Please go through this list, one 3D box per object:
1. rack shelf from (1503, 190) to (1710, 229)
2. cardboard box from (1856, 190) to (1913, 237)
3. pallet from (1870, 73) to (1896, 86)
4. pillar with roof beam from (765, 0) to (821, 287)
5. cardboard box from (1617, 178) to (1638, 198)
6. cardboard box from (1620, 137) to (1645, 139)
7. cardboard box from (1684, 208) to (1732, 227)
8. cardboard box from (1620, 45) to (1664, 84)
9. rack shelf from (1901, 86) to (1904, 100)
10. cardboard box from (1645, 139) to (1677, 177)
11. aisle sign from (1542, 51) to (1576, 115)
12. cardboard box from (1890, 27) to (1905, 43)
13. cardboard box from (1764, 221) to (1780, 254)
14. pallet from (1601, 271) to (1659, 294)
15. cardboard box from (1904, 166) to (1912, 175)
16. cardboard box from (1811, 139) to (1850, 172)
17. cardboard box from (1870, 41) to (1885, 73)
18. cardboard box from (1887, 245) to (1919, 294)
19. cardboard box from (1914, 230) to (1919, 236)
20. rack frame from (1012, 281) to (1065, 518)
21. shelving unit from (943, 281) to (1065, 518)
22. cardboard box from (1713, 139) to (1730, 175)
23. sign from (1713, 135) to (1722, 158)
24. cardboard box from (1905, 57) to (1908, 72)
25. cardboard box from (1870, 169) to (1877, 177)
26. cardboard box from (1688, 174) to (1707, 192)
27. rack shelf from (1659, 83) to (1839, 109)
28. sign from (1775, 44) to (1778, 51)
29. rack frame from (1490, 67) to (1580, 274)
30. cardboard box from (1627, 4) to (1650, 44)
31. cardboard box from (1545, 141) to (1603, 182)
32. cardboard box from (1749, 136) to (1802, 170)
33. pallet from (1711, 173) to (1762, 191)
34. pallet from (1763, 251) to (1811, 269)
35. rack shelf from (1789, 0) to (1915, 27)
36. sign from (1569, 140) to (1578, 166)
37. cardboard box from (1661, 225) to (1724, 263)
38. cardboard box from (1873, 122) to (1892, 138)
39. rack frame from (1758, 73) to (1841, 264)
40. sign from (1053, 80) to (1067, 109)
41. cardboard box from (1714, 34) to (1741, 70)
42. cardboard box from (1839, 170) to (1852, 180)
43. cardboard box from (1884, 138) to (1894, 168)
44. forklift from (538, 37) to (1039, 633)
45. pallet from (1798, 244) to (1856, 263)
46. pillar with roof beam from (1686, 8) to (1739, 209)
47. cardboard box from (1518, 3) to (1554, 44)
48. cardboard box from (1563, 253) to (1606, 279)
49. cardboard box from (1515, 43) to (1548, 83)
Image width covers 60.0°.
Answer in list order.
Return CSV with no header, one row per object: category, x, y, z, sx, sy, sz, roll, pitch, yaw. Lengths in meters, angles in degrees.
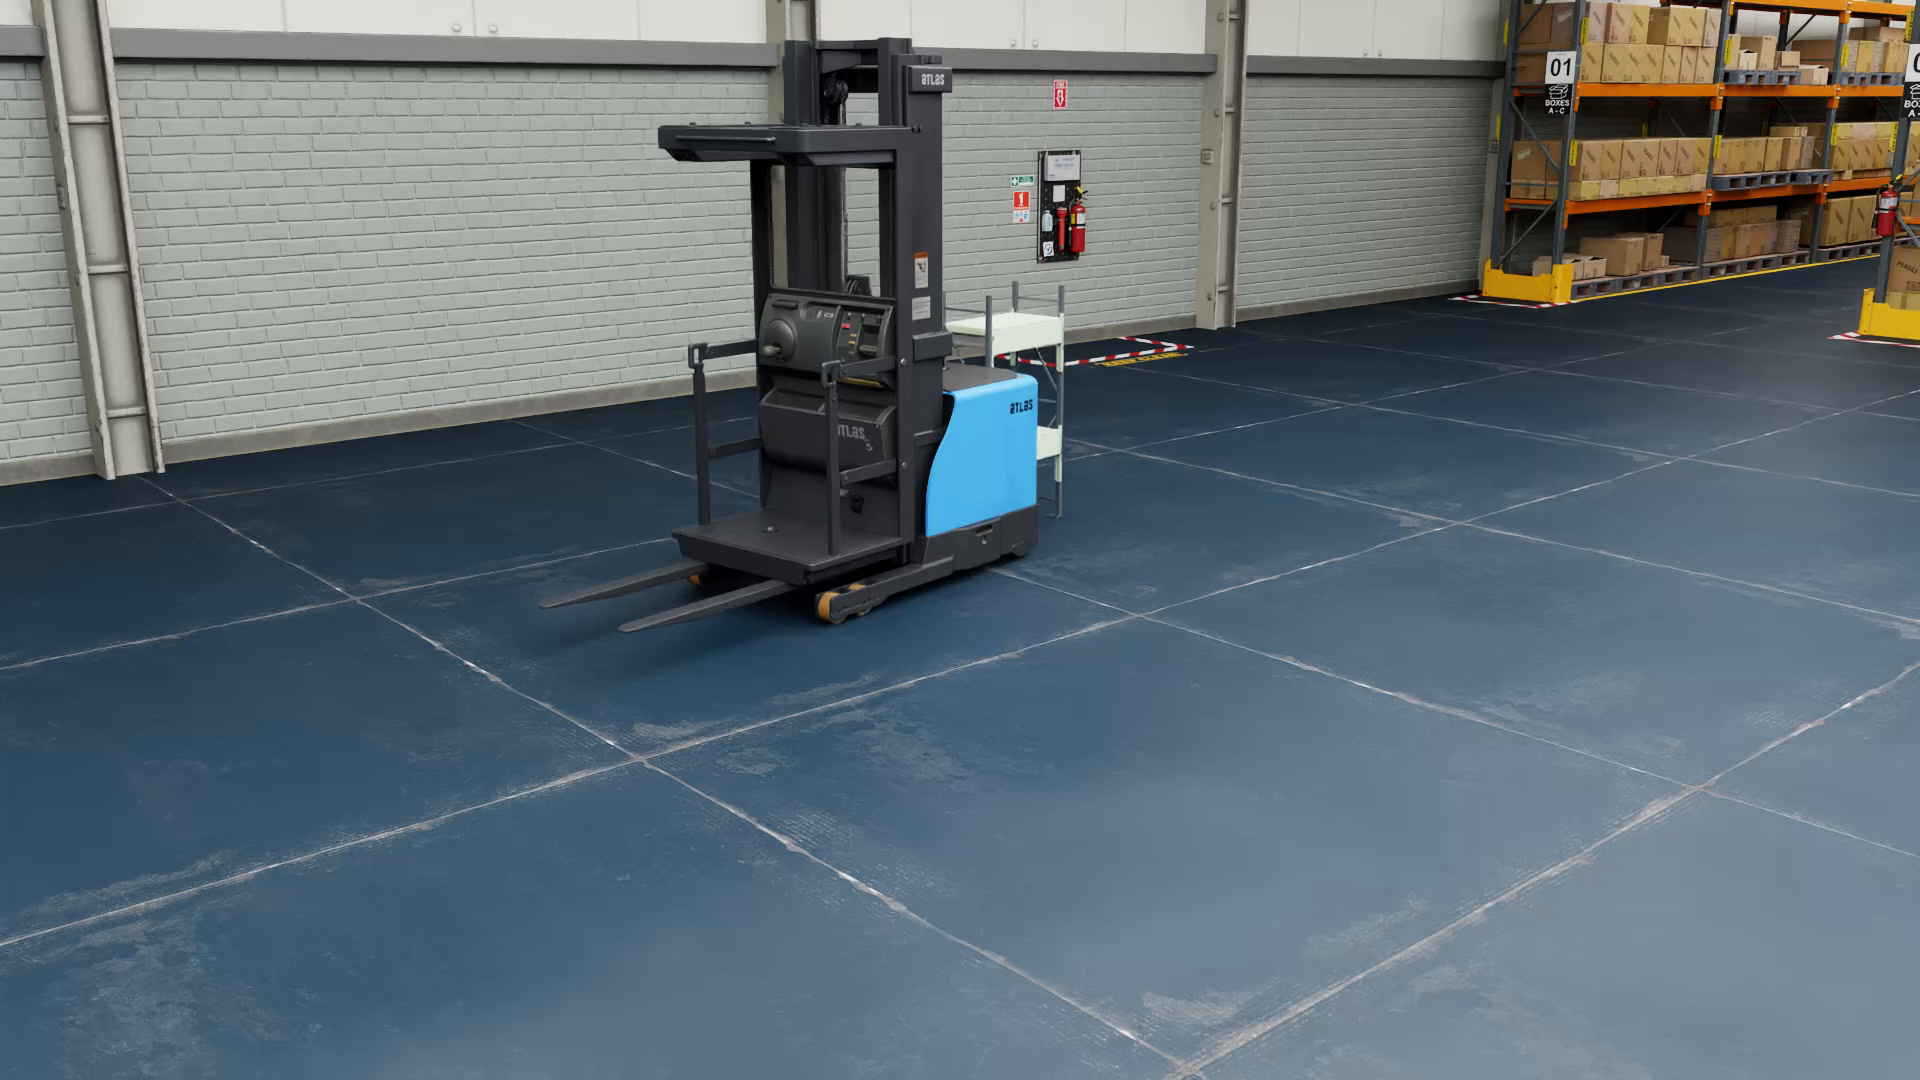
rack shelf,9.094,-4.695,23.409,4.000,0.370,1.077,-13,19,-39
cardboard box,16.233,-5.766,29.375,0.750,0.750,0.750,-12,19,-39
pallet,14.913,-7.727,27.917,1.213,0.211,1.003,-12,19,-37
pillar with roof beam,1.319,-5.018,11.600,0.400,9.000,9.100,-13,19,-39
cardboard box,8.932,-4.838,22.801,0.500,0.250,0.500,-13,20,-40
cardboard box,9.718,-5.555,24.033,0.500,0.500,0.500,-13,20,-40
cardboard box,11.477,-4.952,25.514,0.500,0.250,0.500,-13,20,-41
cardboard box,9.210,-6.487,22.677,0.500,0.500,0.500,-11,19,-36
rack shelf,12.349,-5.181,19.414,4.000,0.370,1.077,-13,19,-39
cardboard box,9.689,-5.372,23.347,0.500,0.500,0.500,-13,20,-41
aisle sign,7.728,-5.889,21.448,0.004,0.787,0.394,-13,19,-39
cardboard box,15.888,-8.686,28.642,0.500,0.250,0.500,-11,18,-35
cardboard box,12.647,-4.867,26.651,0.500,0.500,0.700,-13,20,-39
pallet,9.199,-3.706,23.715,1.213,0.211,1.003,-13,19,-39
cardboard box,16.394,-6.465,29.090,0.250,0.149,0.380,-12,19,-38
cardboard box,14.155,-6.293,27.189,0.500,0.500,0.500,-12,19,-38
cardboard box,15.104,-8.140,28.052,0.500,0.500,0.700,-13,20,-39
cardboard box,11.049,-3.126,19.201,0.500,0.500,0.500,-13,19,-39
cardboard box,17.269,-5.839,30.326,0.500,0.500,0.700,-12,19,-39
rack frame,0.498,-0.905,10.732,0.400,1.500,0.023,12,19,38
shelving unit,0.264,-0.832,10.460,0.431,1.500,0.755,12,19,38
cardboard box,11.009,-5.722,24.813,0.500,0.500,0.700,-13,19,-39
sign,10.965,-5.695,24.082,0.005,0.325,0.100,-13,19,-39
cardboard box,17.000,-8.526,29.828,0.500,0.250,0.500,-12,19,-39
cardboard box,15.374,-6.263,28.334,0.250,0.149,0.380,-12,19,-38
cardboard box,10.444,-5.180,24.080,0.500,0.250,0.500,-13,19,-39
rack shelf,12.112,-6.822,25.559,4.000,0.370,1.077,-13,19,-39
sign,13.262,-7.906,27.067,0.005,0.325,0.100,-13,19,-39
rack frame,7.585,-4.704,22.048,0.127,3.000,1.000,-13,19,-39
cardboard box,8.826,-6.876,22.198,0.500,0.500,0.500,-12,19,-38
cardboard box,8.143,-5.026,22.052,0.500,0.500,0.500,-13,19,-39
cardboard box,12.869,-6.139,26.372,0.700,0.500,0.500,14,20,42
pallet,11.275,-5.390,24.988,1.213,0.211,1.003,-13,19,-39
pallet,13.030,-4.580,26.987,1.213,0.211,1.003,-13,19,-39
rack shelf,15.129,-8.756,27.760,4.000,0.370,1.077,-13,19,-39
sign,7.942,-5.017,21.541,0.005,0.325,0.100,-13,19,-39
cardboard box,11.147,-4.514,25.329,0.500,0.500,0.700,-12,19,-38
cardboard box,15.677,-7.001,28.384,0.500,0.250,0.500,-12,19,-38
rack frame,13.620,-6.059,27.121,0.127,3.000,1.000,-13,19,-39
sign,1.059,-4.701,17.546,0.199,0.298,0.001,-13,19,-39
cardboard box,11.068,-7.159,24.419,0.500,0.500,0.500,-9,18,-32
cardboard box,14.473,-6.028,27.452,0.250,0.149,0.380,-12,19,-38
cardboard box,15.692,-6.639,28.485,0.500,0.500,0.500,-13,19,-39
forklift,-0.859,-1.126,8.786,1.130,2.935,3.031,12,19,38
pallet,14.265,-4.831,27.926,1.213,0.211,1.003,-13,19,-39
pillar with roof beam,14.898,-8.068,23.016,0.400,9.000,9.100,-13,19,-39
cardboard box,7.739,-6.818,21.980,0.500,0.500,0.500,-12,19,-37
cardboard box,8.596,-3.814,23.073,0.500,0.311,0.500,-11,18,-35
cardboard box,7.734,-6.331,22.094,0.500,0.500,0.500,-11,18,-35
